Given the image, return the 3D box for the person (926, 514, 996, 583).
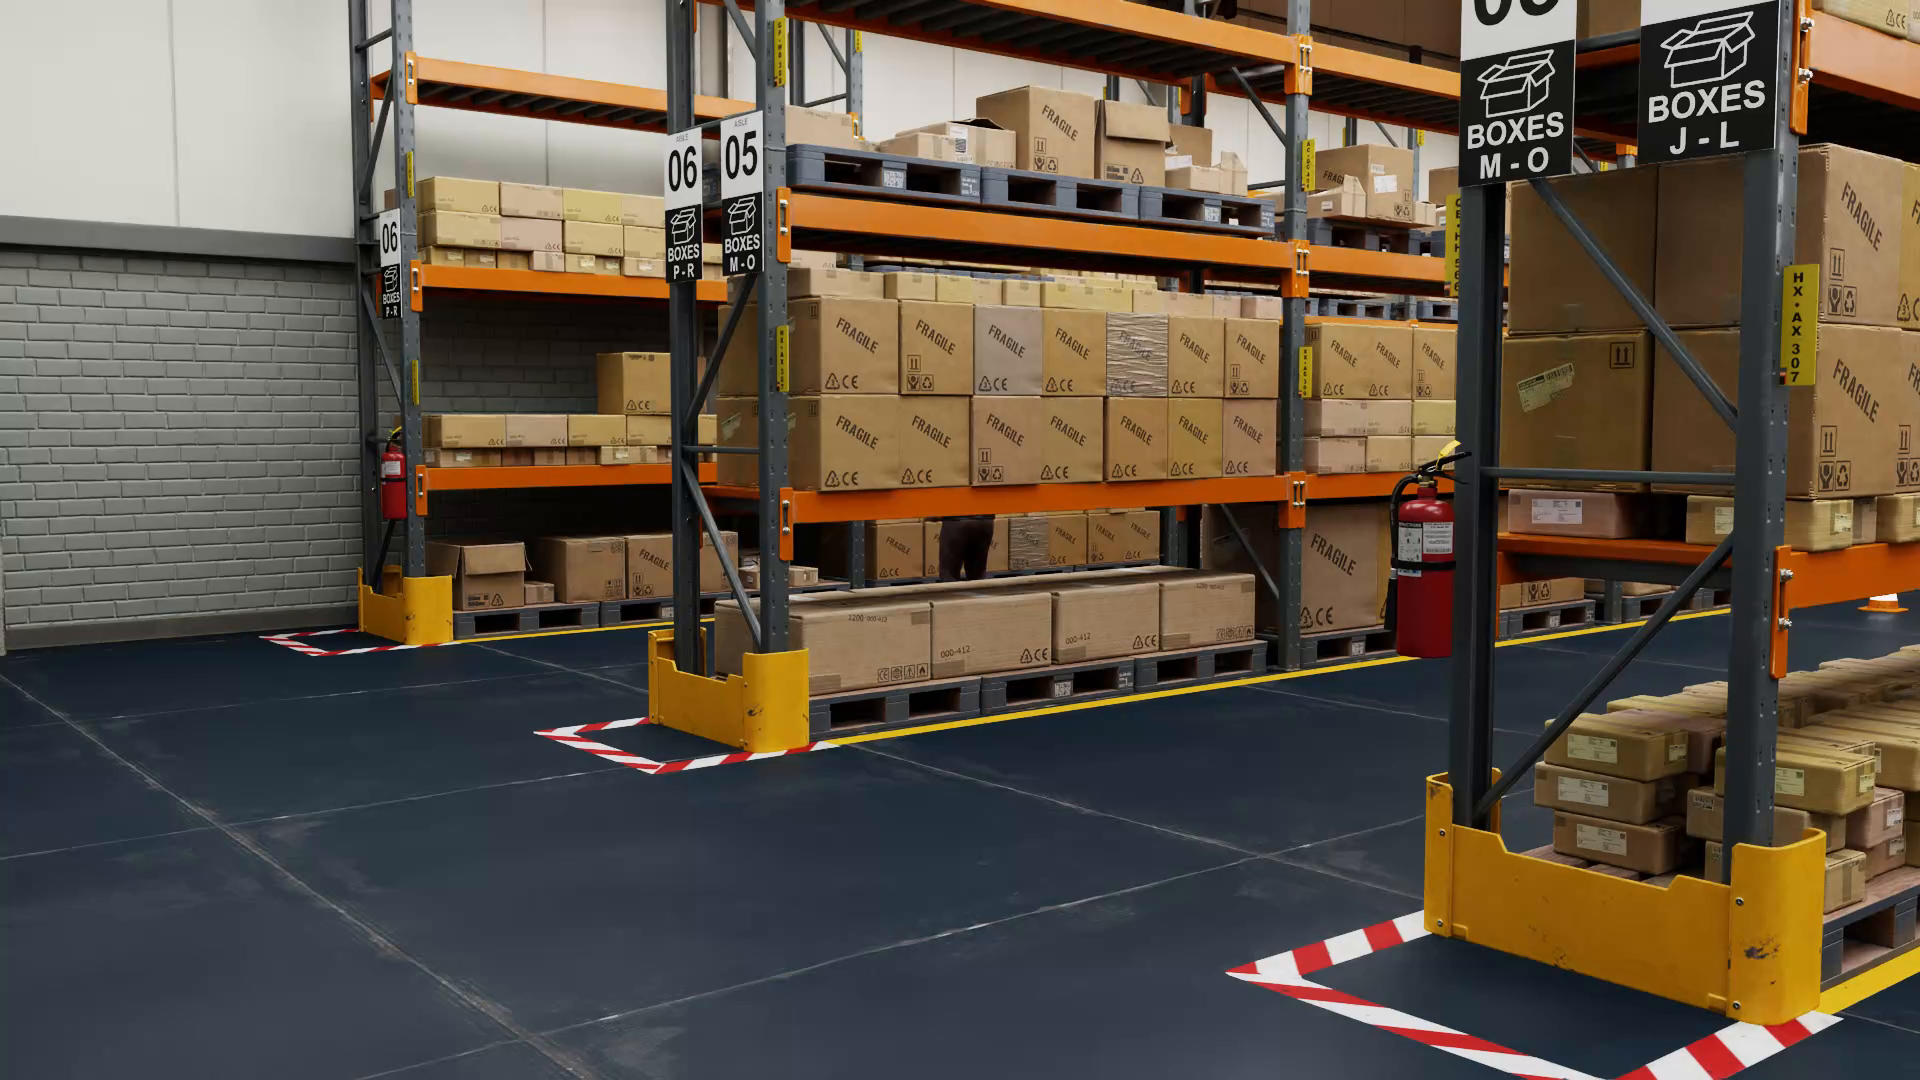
[{"bbox_3d":[-0.017,-0.107,12.656,0.494,1.711,0.559,-3,5,-38],"label":"person"}]
